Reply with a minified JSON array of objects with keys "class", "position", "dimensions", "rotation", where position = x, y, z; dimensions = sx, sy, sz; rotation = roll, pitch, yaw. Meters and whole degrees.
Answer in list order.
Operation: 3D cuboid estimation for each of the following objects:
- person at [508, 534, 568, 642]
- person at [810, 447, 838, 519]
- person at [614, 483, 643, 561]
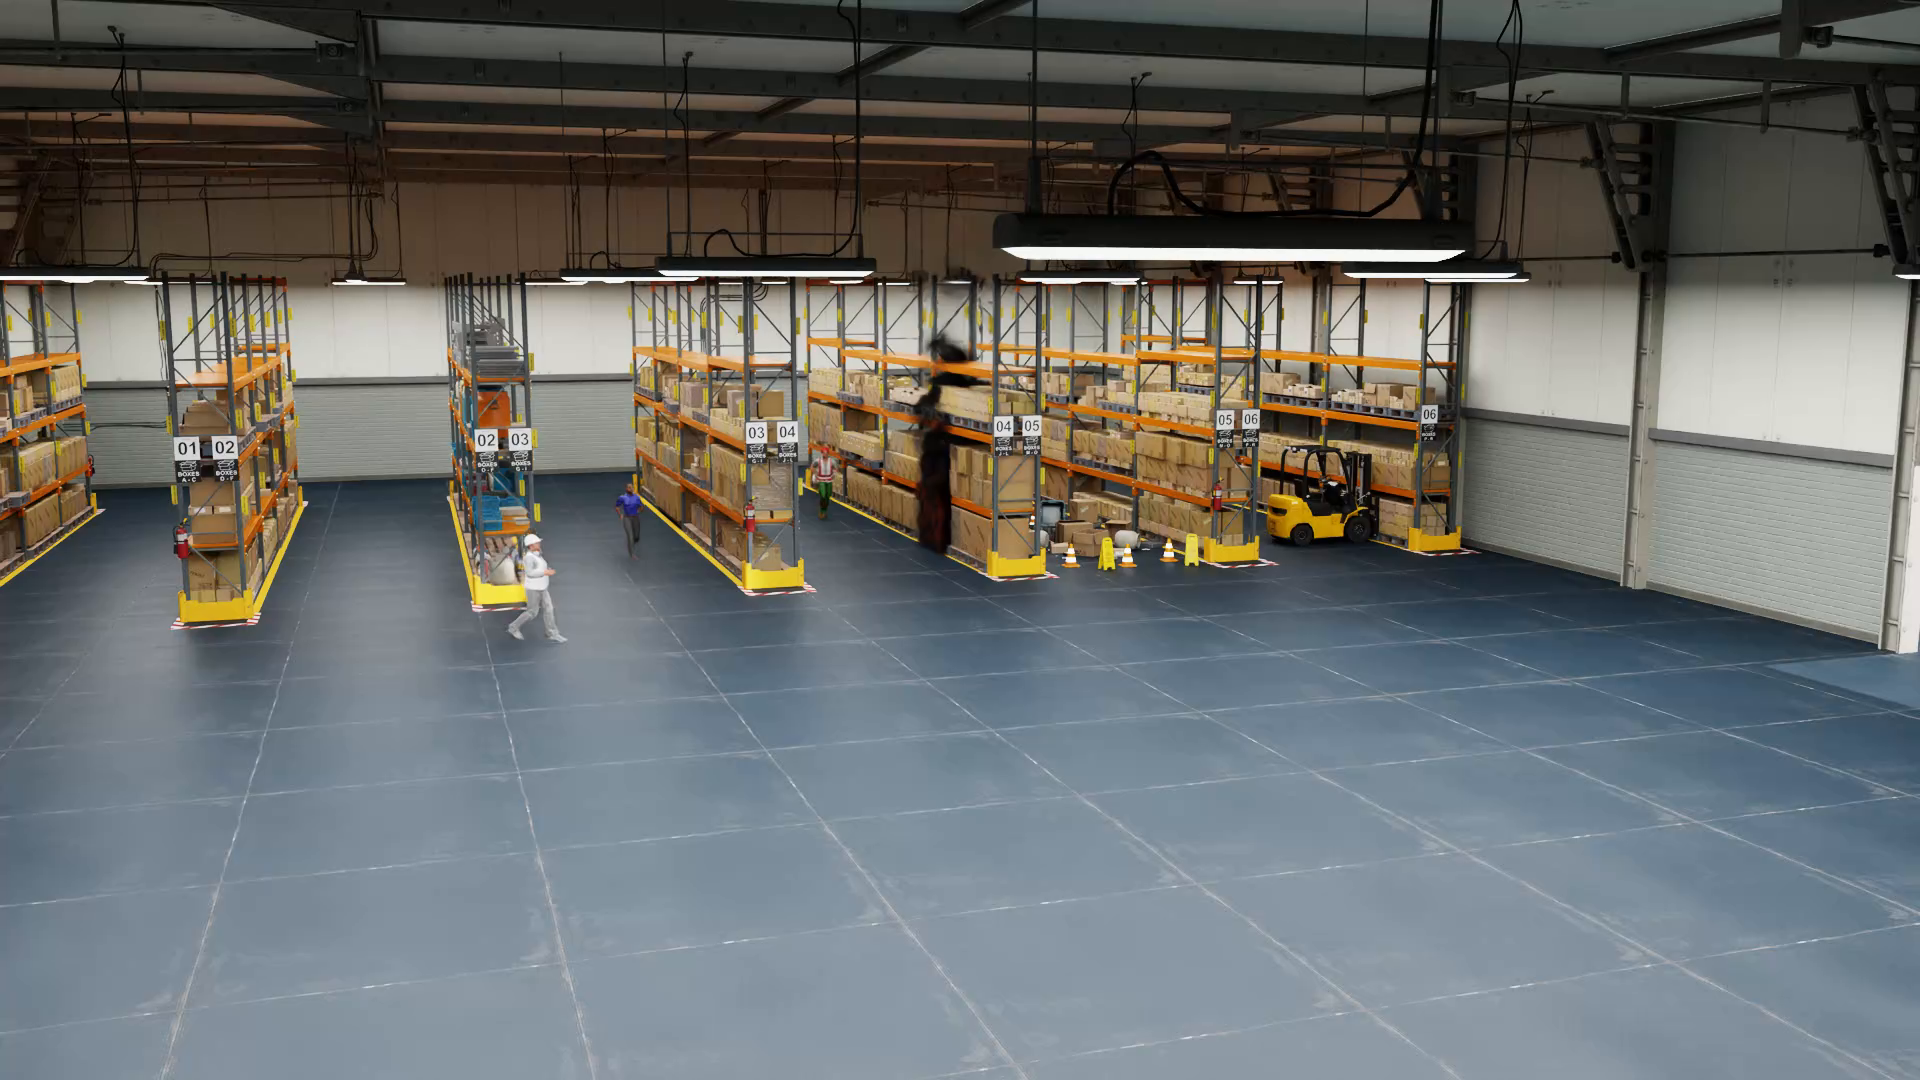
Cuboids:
[{"class":"person","position":[-6.850,0.786,26.854],"dimensions":[0.950,1.776,0.657],"rotation":[1,9,5]},{"class":"person","position":[-3.362,-1.420,41.639],"dimensions":[0.642,1.816,0.738],"rotation":[-3,9,-19]},{"class":"person","position":[-7.022,-0.411,35.393],"dimensions":[0.588,1.623,0.834],"rotation":[-5,10,-28]}]
